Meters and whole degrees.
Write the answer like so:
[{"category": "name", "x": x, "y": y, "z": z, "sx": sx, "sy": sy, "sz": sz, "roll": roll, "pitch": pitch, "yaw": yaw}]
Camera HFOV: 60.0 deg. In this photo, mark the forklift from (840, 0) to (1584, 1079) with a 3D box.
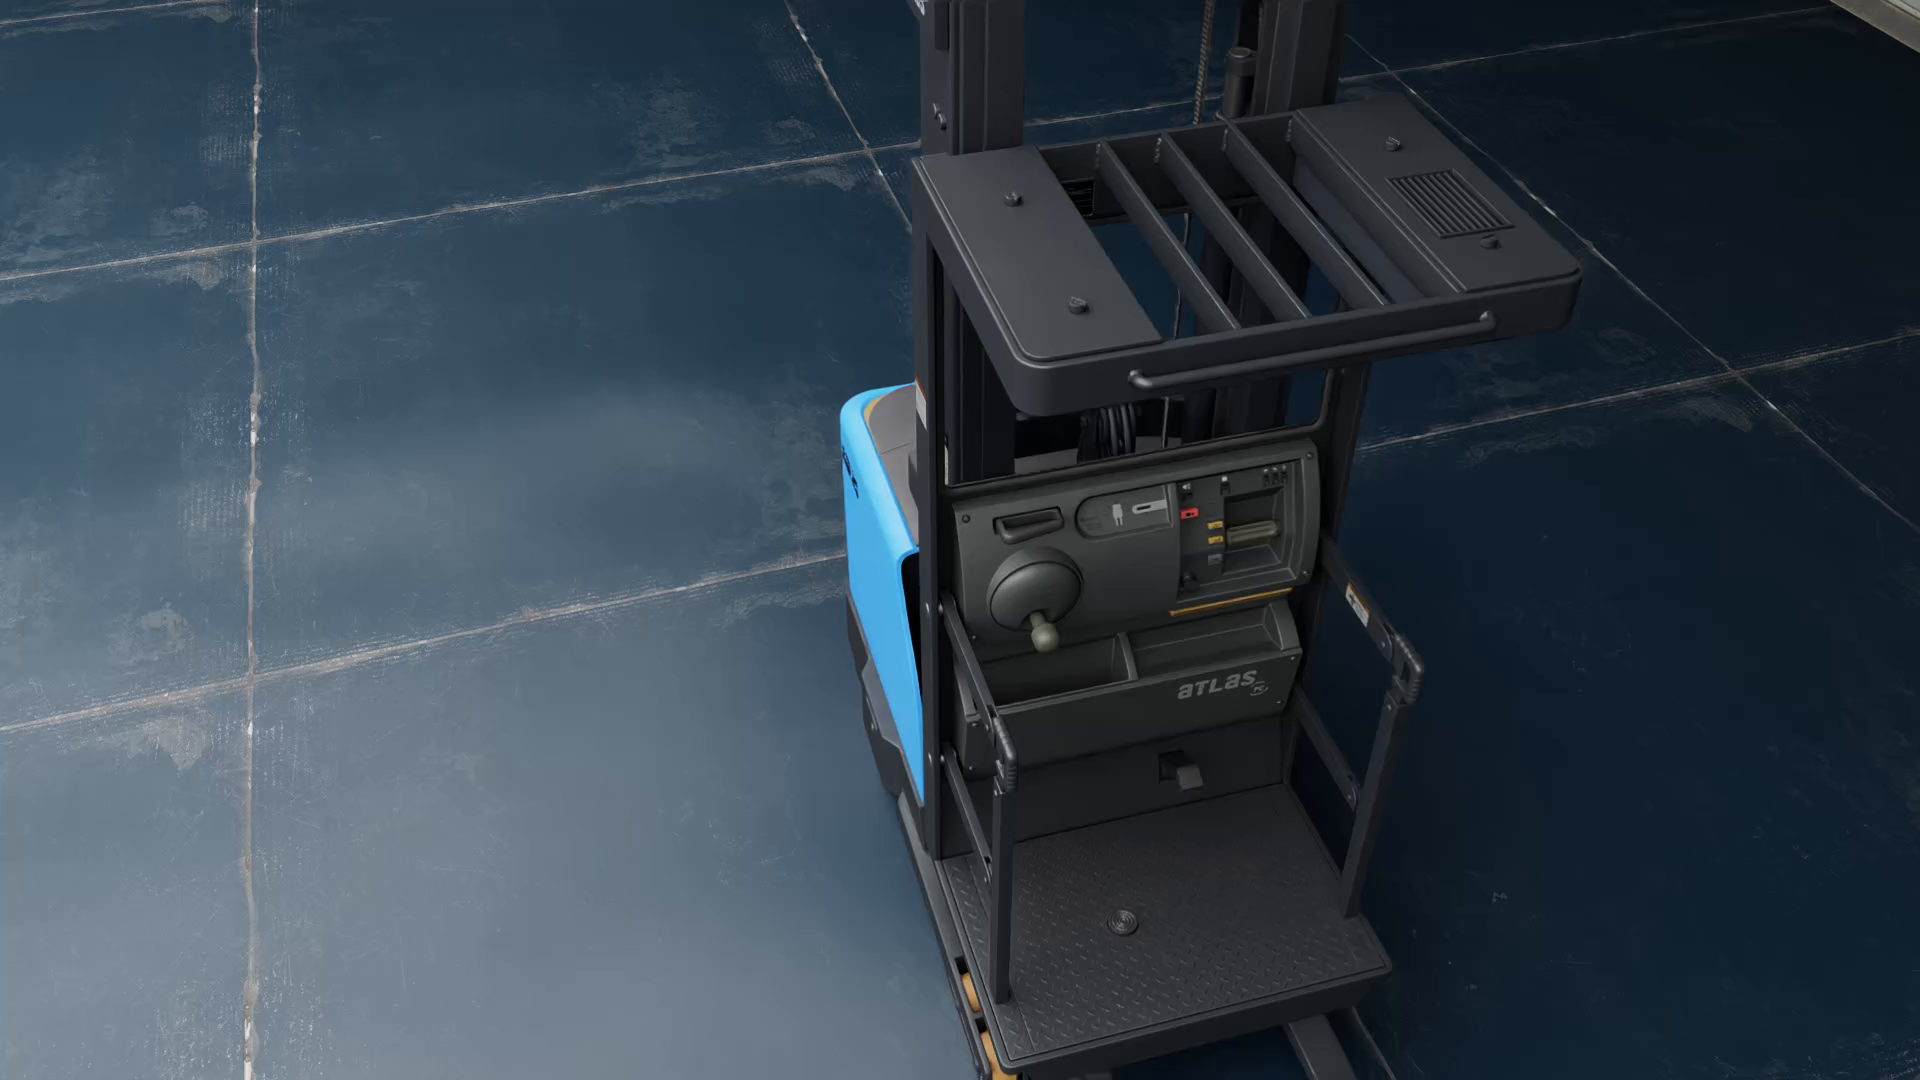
[{"category": "forklift", "x": 0.504, "y": 0.100, "z": 3.908, "sx": 1.130, "sy": 2.935, "sz": 3.031, "roll": -11, "pitch": 42, "yaw": -12}]
